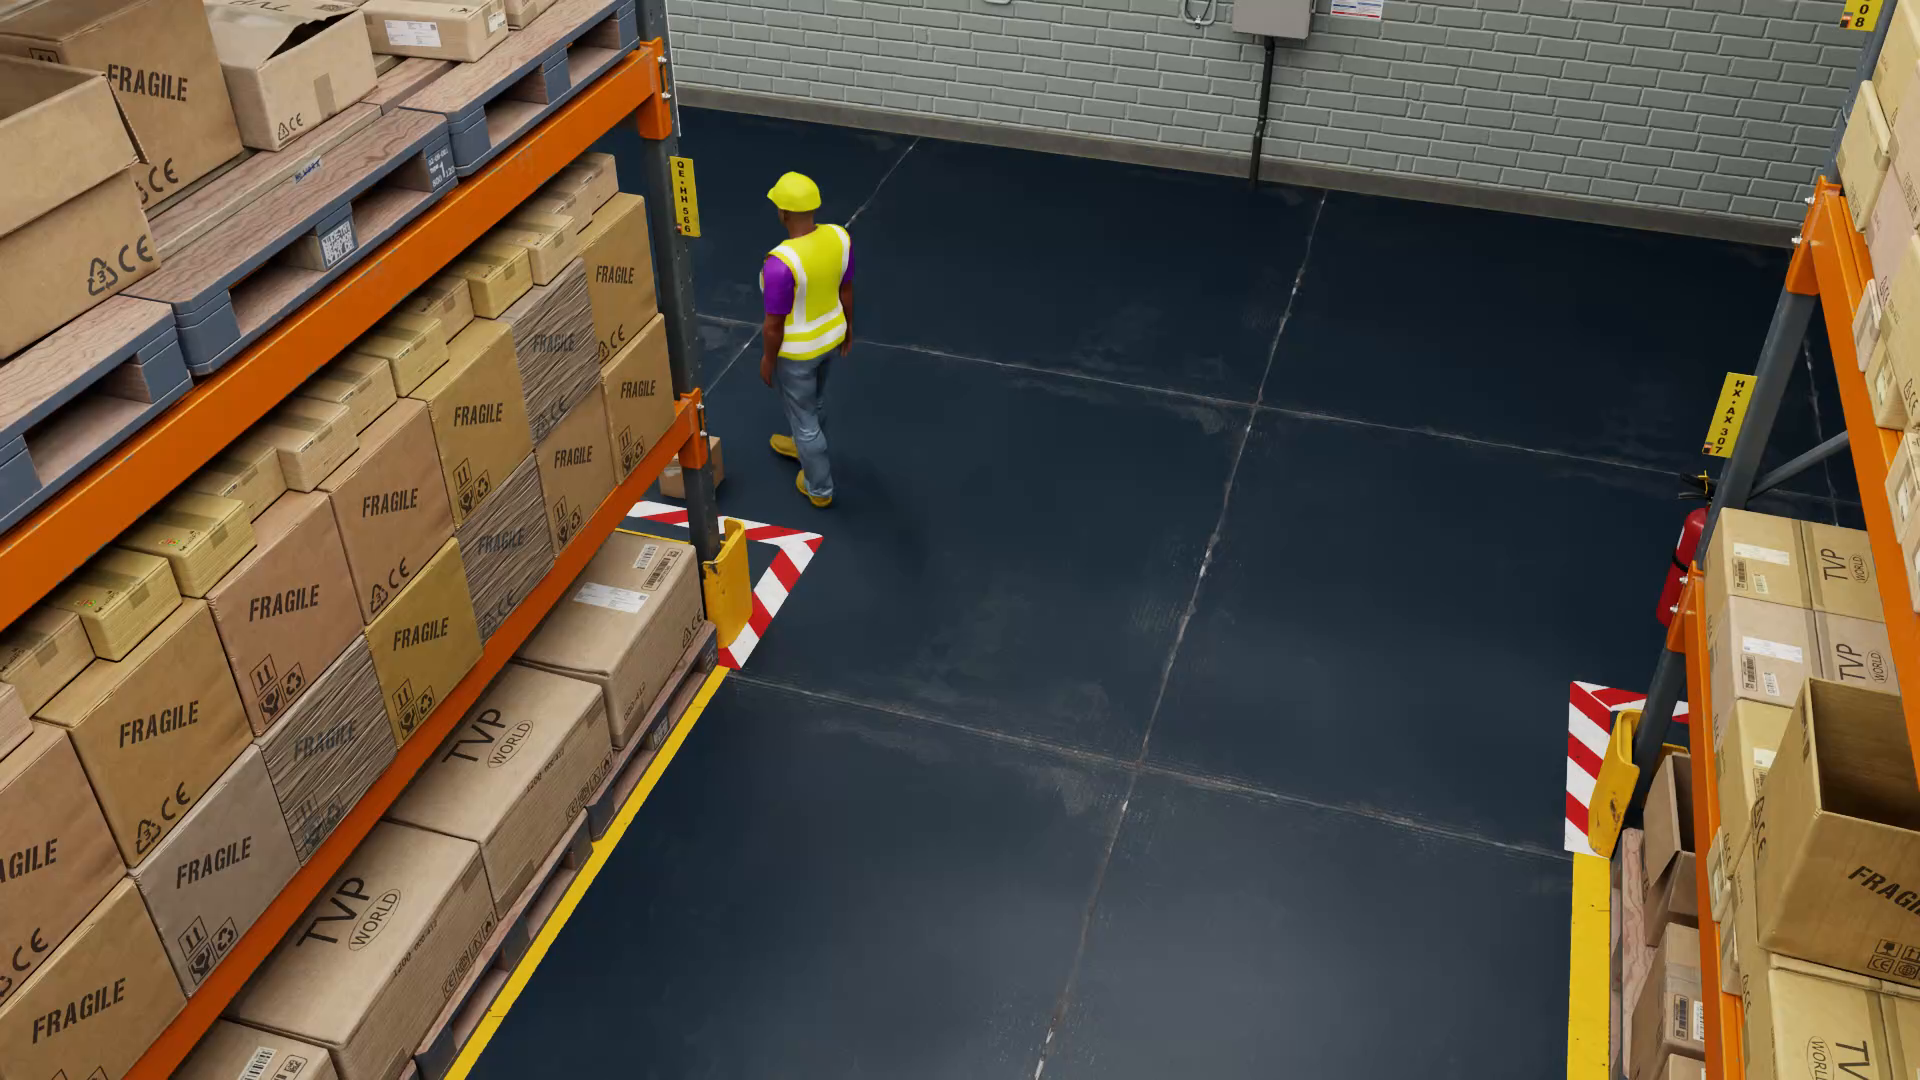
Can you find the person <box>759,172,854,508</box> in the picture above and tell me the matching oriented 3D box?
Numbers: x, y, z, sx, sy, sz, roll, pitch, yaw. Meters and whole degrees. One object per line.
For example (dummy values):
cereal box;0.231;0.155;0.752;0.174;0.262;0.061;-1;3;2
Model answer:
person;-0.861;-1.024;8.235;0.634;1.762;0.572;25;44;30
